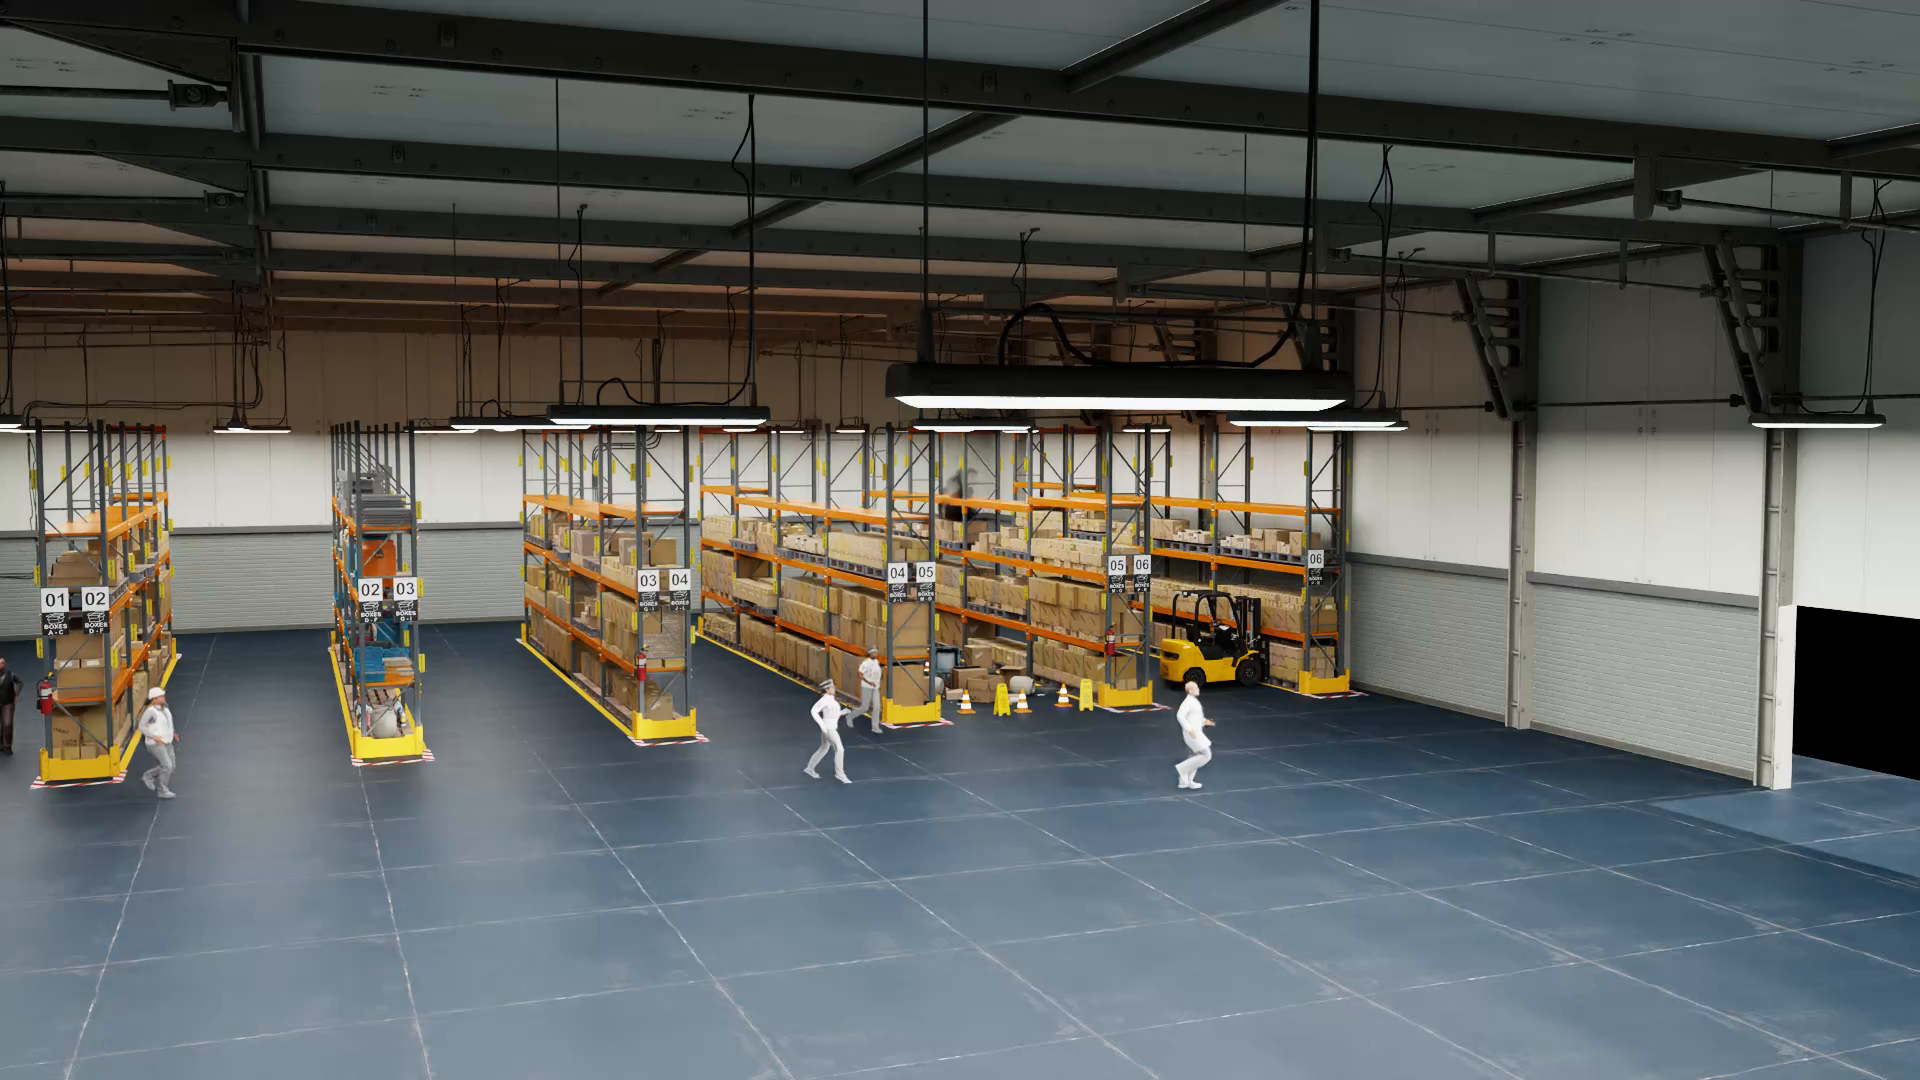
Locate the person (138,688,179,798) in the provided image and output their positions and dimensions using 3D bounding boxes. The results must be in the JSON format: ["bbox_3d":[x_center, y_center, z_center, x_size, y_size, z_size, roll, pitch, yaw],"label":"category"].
[{"bbox_3d":[-12.737,3.207,26.332,0.644,1.745,0.683,0,4,8],"label":"person"}]

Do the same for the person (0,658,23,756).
[{"bbox_3d":[-17.194,3.002,29.848,0.637,1.763,0.711,-1,4,-23],"label":"person"}]

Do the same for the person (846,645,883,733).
[{"bbox_3d":[-1.726,2.873,32.260,0.880,1.653,0.650,3,4,37],"label":"person"}]

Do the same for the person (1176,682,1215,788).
[{"bbox_3d":[3.826,3.166,26.972,0.626,1.732,0.699,1,4,10],"label":"person"}]

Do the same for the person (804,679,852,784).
[{"bbox_3d":[-2.183,3.152,27.431,0.807,1.742,0.587,0,4,2],"label":"person"}]
